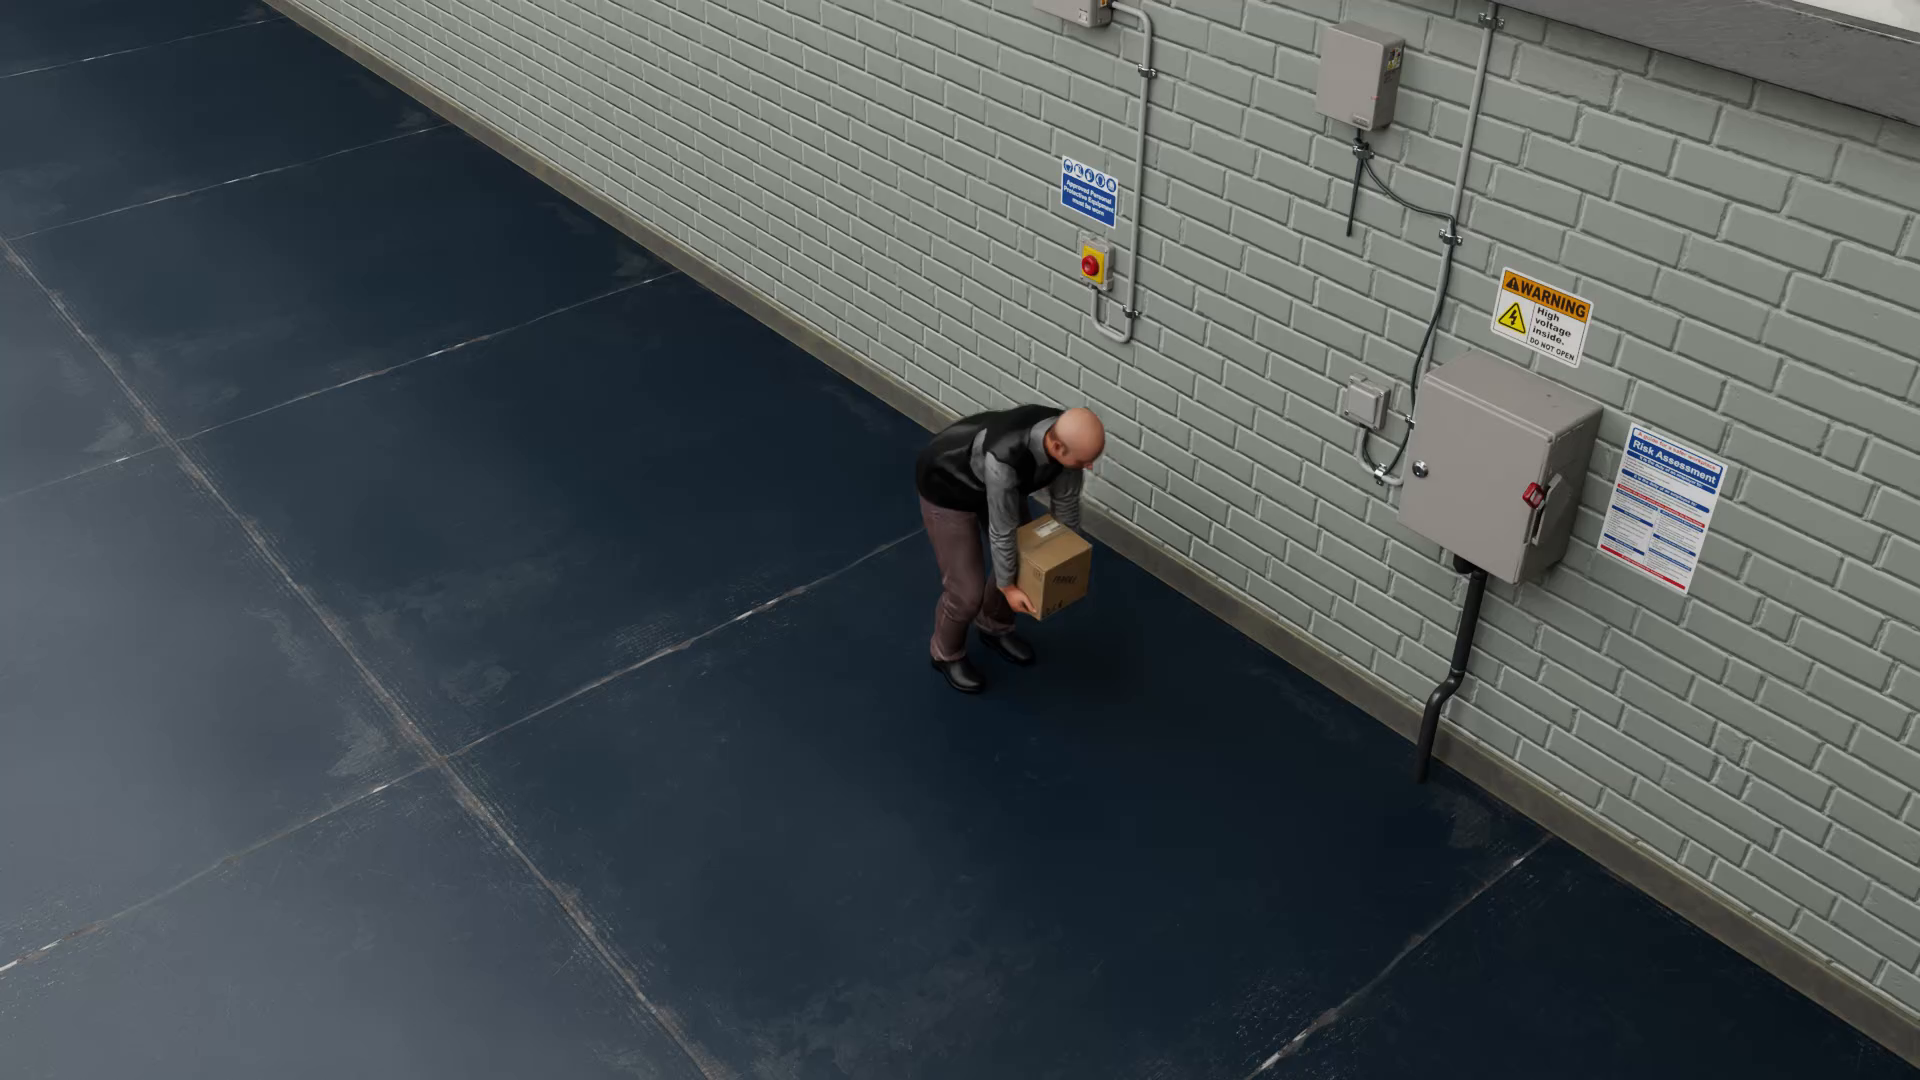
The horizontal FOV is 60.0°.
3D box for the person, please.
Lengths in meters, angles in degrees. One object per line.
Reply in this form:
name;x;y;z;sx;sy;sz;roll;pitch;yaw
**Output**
person;0.207;0.000;6.426;0.470;1.424;0.833;-27;44;-33
